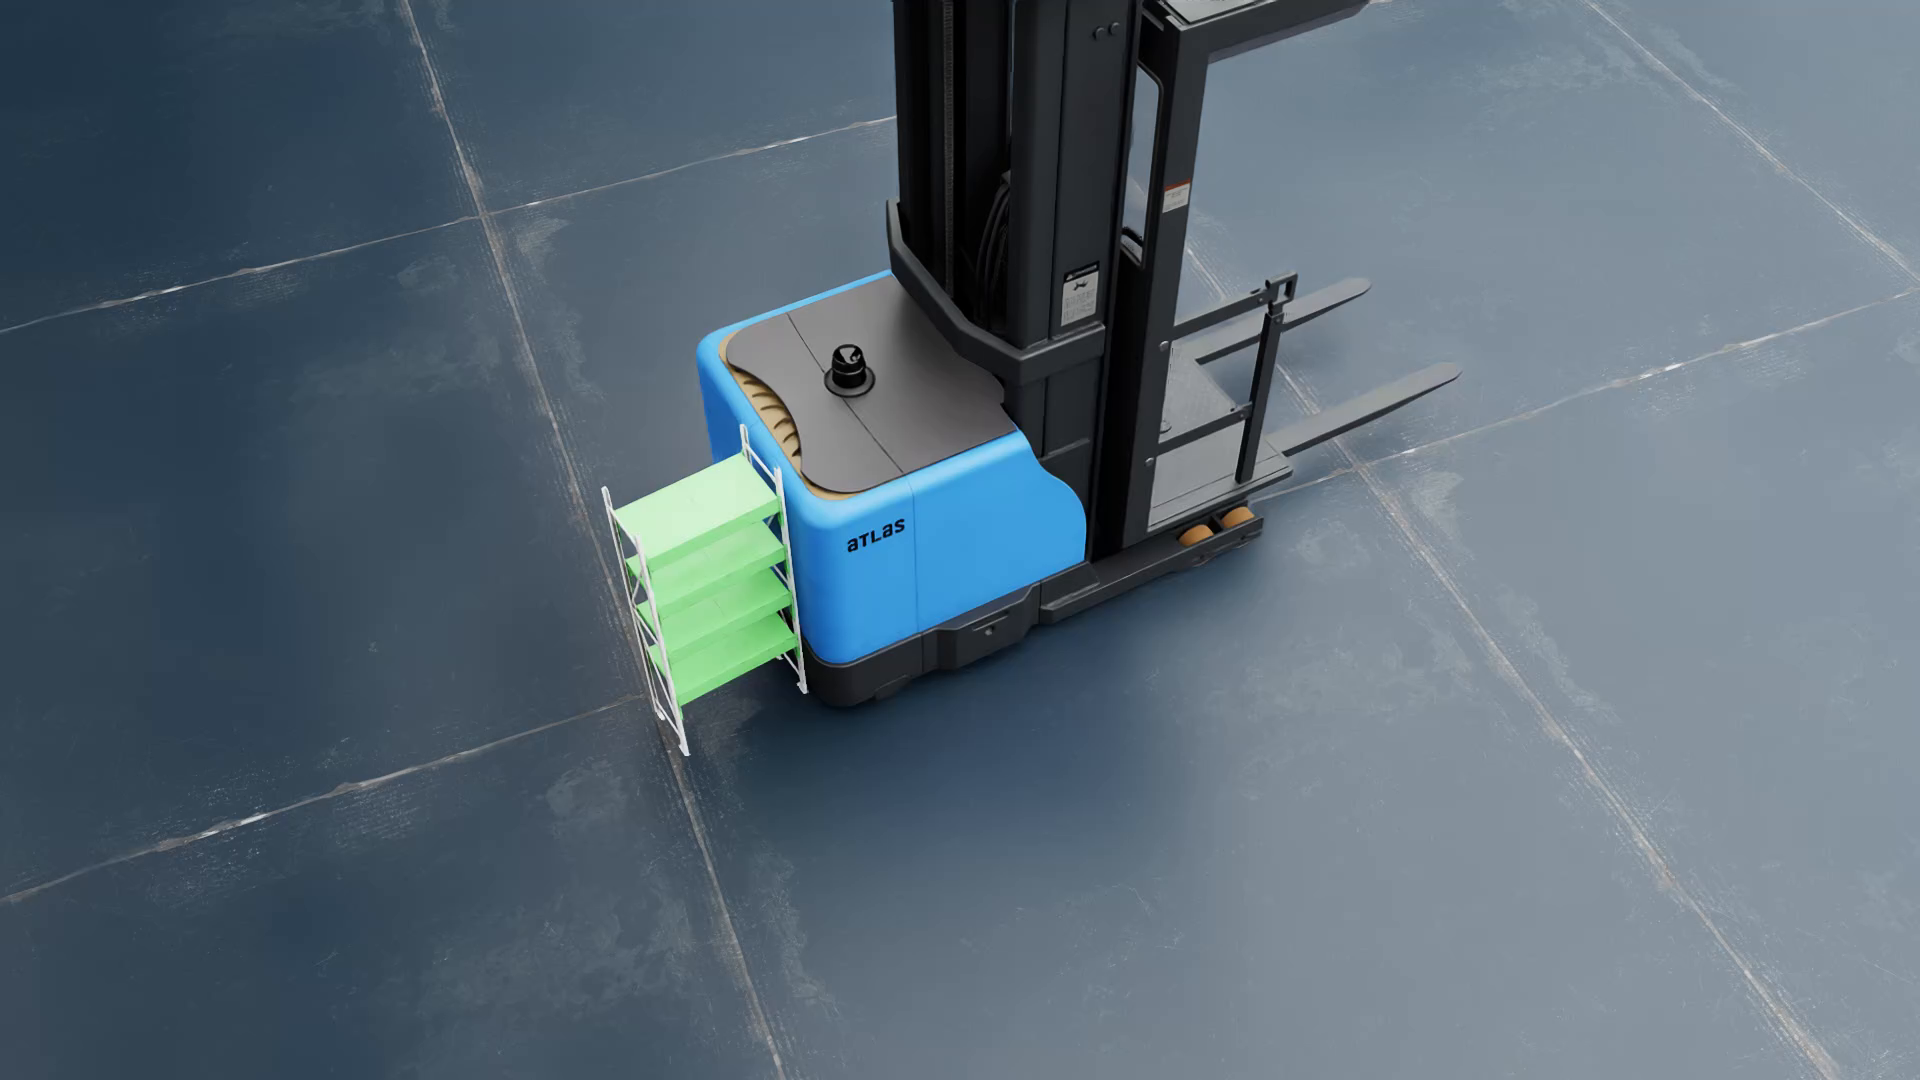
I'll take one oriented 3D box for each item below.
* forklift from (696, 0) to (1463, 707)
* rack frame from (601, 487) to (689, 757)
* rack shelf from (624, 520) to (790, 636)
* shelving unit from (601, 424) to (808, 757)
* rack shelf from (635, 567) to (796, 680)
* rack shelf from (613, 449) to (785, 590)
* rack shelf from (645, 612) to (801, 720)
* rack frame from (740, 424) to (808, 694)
[{"bbox_3d":[0.606,-1.182,5.674,3.031,2.935,1.130,-23,53,-18],"label":"forklift"},{"bbox_3d":[-1.038,0.304,5.539,0.015,1.200,0.240,-27,55,-21],"label":"rack frame"},{"bbox_3d":[-0.836,0.086,5.494,0.480,0.148,0.258,-27,55,-21],"label":"rack shelf"},{"bbox_3d":[-0.836,0.201,5.628,0.503,1.200,0.258,-27,55,-21],"label":"shelving unit"},{"bbox_3d":[-0.836,0.242,5.676,0.480,0.148,0.258,-27,55,-21],"label":"rack shelf"},{"bbox_3d":[-0.836,-0.071,5.312,0.480,0.148,0.258,-27,55,-21],"label":"rack shelf"},{"bbox_3d":[-0.836,0.398,5.858,0.480,0.148,0.258,-27,55,-21],"label":"rack shelf"},{"bbox_3d":[-0.633,0.097,5.716,0.015,1.200,0.240,-27,55,-21],"label":"rack frame"}]
